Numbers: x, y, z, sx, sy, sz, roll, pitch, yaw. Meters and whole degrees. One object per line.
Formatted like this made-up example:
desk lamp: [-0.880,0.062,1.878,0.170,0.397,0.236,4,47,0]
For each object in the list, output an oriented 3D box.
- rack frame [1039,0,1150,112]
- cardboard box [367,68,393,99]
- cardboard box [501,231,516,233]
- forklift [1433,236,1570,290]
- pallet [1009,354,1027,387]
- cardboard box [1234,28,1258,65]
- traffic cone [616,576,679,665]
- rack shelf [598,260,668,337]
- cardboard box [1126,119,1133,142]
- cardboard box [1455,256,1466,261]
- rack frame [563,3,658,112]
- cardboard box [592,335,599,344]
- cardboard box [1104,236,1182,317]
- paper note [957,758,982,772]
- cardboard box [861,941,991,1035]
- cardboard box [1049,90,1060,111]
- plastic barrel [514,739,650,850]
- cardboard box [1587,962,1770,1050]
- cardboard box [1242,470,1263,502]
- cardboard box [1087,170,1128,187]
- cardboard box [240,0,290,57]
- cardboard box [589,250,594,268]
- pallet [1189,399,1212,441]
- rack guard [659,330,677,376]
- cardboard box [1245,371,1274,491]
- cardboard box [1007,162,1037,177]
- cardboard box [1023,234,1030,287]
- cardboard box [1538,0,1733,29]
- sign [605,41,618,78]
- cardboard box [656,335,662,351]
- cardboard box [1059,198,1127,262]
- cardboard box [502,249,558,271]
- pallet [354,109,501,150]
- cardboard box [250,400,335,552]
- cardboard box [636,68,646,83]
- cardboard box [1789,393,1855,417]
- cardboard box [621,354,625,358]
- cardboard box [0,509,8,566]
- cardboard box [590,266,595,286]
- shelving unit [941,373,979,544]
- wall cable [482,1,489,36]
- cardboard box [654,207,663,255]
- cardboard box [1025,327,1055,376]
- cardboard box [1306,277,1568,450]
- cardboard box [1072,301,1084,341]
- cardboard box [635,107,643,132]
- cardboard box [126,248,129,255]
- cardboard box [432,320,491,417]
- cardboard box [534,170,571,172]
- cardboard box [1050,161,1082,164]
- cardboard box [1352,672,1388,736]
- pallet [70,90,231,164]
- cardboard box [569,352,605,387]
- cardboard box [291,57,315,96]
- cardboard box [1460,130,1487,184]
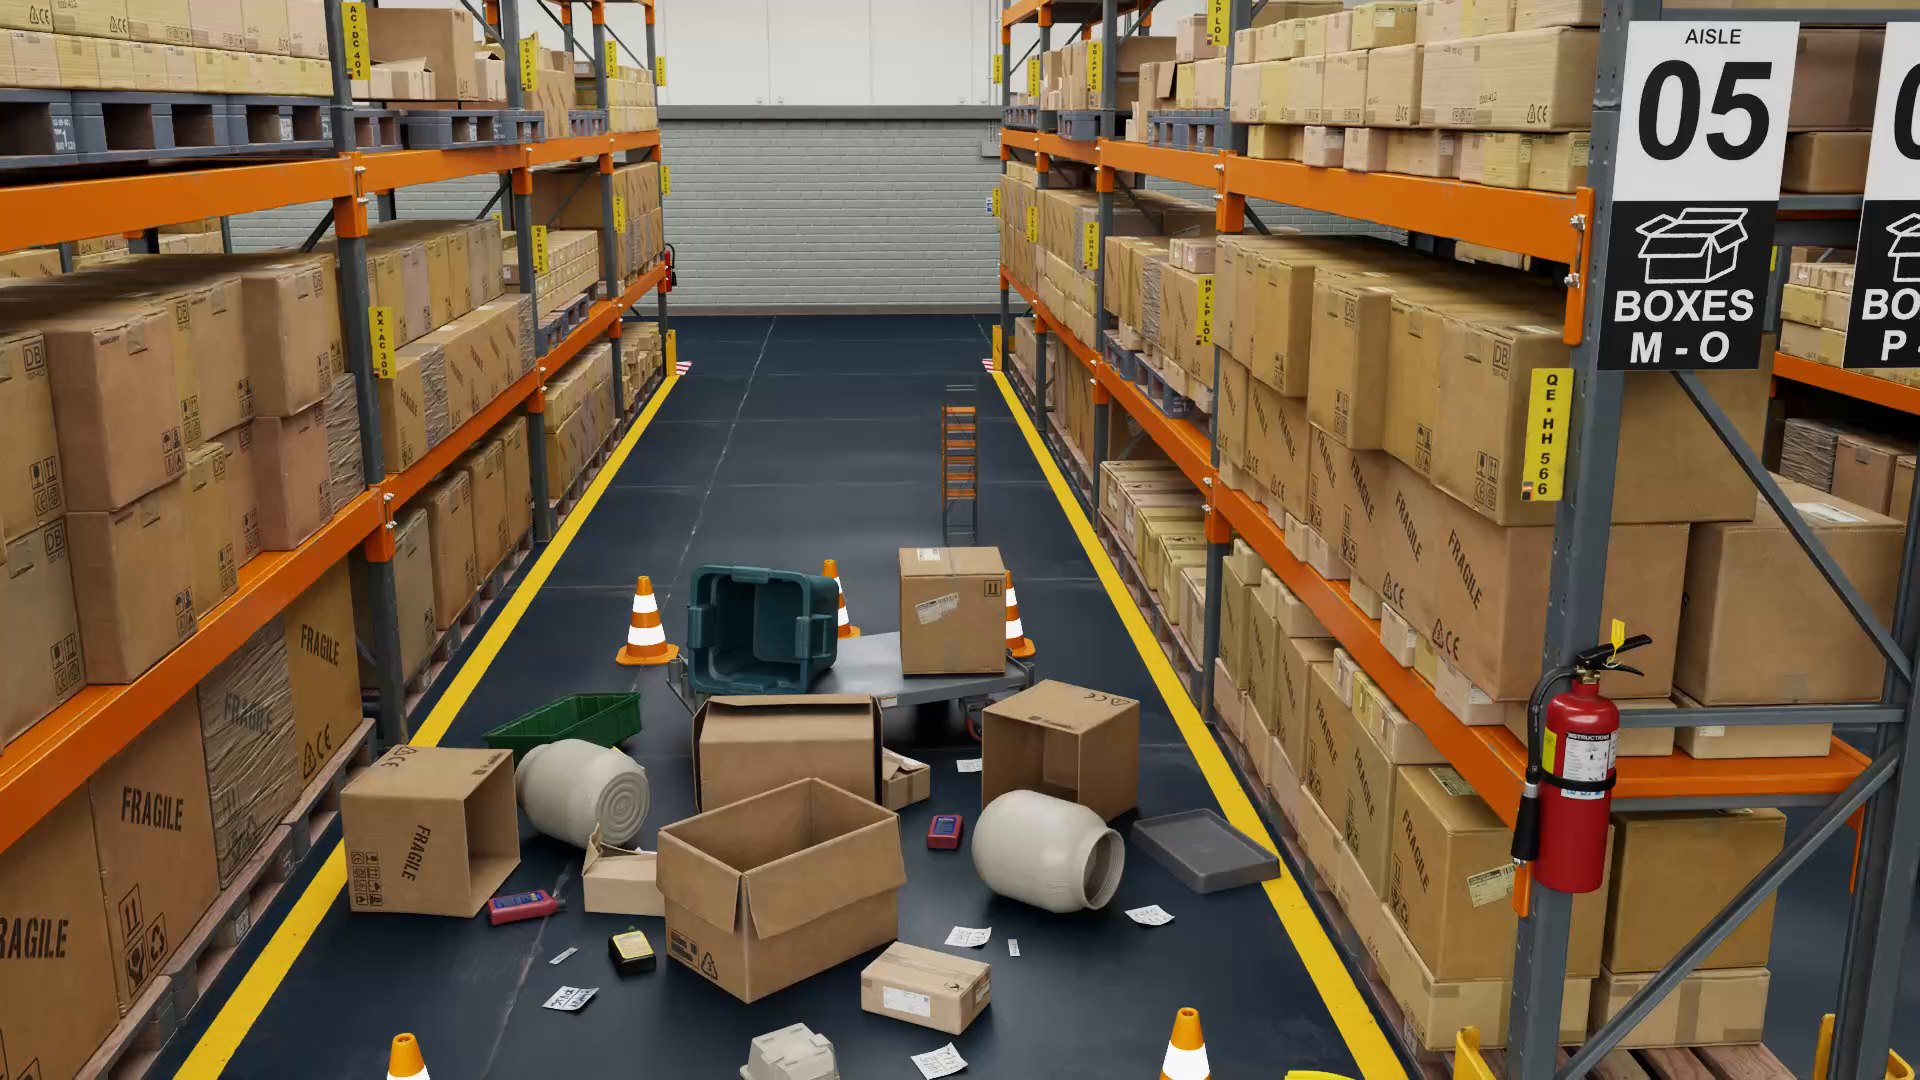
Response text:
rack frame: [1.237,-5.434,15.086,1.000,3.000,0.127,-1,14,-3]
cardboard box: [-3.018,-2.282,8.316,0.250,0.149,0.380,-1,14,-3]
cardboard box: [-4.132,-2.692,14.935,0.380,0.149,0.250,0,14,-1]
forklift: [3.202,-0.886,9.588,1.130,2.935,3.031,-1,14,-3]
pallet: [1.117,-1.975,19.279,1.003,0.211,1.213,-1,14,-3]
cardboard box: [1.426,-2.173,7.335,0.380,0.149,0.250,-1,14,-4]
traffic cone: [-1.778,0.434,9.409,0.336,0.463,0.334,-1,14,-3]
rack shelf: [-3.821,-2.576,17.462,1.077,0.370,4.000,-1,14,-3]
cardboard box: [1.335,-2.784,11.310,0.380,0.149,0.250,-1,14,-3]
cardboard box: [5.720,-3.072,18.450,0.380,0.149,0.250,-1,14,-5]
rack frame: [-3.945,-6.327,18.558,1.000,3.000,0.127,-1,14,-3]
cardboard box: [-4.121,-2.136,17.993,0.380,0.149,0.250,0,14,-1]
cardboard box: [1.282,-1.814,11.416,0.500,0.500,0.500,-1,14,-5]
paper note: [0.063,1.057,7.856,0.148,0.019,0.142,-1,14,-3]
cardboard box: [-0.117,1.542,5.735,0.380,0.149,0.250,7,16,26]
cardboard box: [0.966,-3.751,14.192,0.380,0.166,0.250,-2,15,-7]
plastic barrel: [-1.600,1.069,7.023,0.512,0.421,0.421,10,18,35]
cardboard box: [2.207,1.379,5.321,0.500,0.250,0.500,-1,14,-4]
cardboard box: [1.500,-0.272,7.567,0.380,0.149,0.250,0,14,-2]
cardboard box: [1.445,-3.521,16.183,0.380,0.149,0.250,-1,14,-3]
cardboard box: [-2.884,-1.969,6.300,0.500,0.250,0.500,-1,14,-4]
cardboard box: [-3.458,-2.491,14.753,0.380,0.149,0.250,-1,14,-3]
pallet: [1.831,-0.638,8.872,1.003,0.211,1.213,-1,14,-3]
rack guard: [-3.940,-2.192,19.543,1.175,0.500,0.348,-1,14,-3]
cardboard box: [1.536,-0.493,7.125,0.500,0.500,0.500,-1,14,-4]
cardboard box: [0.724,-4.147,18.615,0.380,0.149,0.250,0,14,-2]
cardboard box: [0.916,-2.816,16.751,0.500,0.500,0.500,-1,14,-5]
cardboard box: [1.665,-1.341,4.102,0.380,0.149,0.250,-1,14,-3]
sign: [-3.144,-4.330,14.988,0.100,0.325,0.005,-1,14,-3]
cardboard box: [-3.627,-2.262,19.078,0.380,0.149,0.250,-1,14,-5]
cardboard box: [1.103,-2.568,13.780,0.500,0.500,0.500,-1,14,-4]
cardboard box: [-3.349,-2.181,12.950,0.380,0.149,0.250,0,14,-1]
pallet: [-3.284,-2.356,9.522,1.003,0.211,1.213,0,14,-1]
cardboard box: [-3.110,-0.282,6.801,0.875,0.550,0.550,-1,14,-3]
cardboard box: [-3.573,-4.968,17.793,0.380,0.149,0.250,-1,14,-3]
cardboard box: [6.718,-1.053,12.970,0.380,0.149,0.250,0,14,-1]
cardboard box: [-3.535,-1.758,16.524,0.380,0.149,0.250,-1,14,-4]
cardboard box: [-2.938,-0.131,4.047,0.875,0.550,0.550,-1,14,-3]
cardboard box: [-3.458,-2.348,14.795,0.380,0.149,0.250,-1,14,-3]
shelving unit: [0.001,-0.577,11.863,0.258,1.200,0.189,-1,14,-3]
wall cable: [-5.812,-9.293,23.629,2.277,5.999,0.120,-1,14,-3]
cardboard box: [-3.660,-3.506,18.837,0.500,0.500,0.500,-1,14,-2]
cardboard box: [1.195,-2.096,18.451,0.875,0.438,0.875,0,14,-2]
cardboard box: [1.573,-0.596,5.517,0.700,0.500,0.500,-1,14,-4]
cardboard box: [1.147,-1.710,12.952,0.500,0.250,0.500,-1,14,-2]
cardboard box: [-3.544,-4.310,17.041,0.500,0.250,0.500,0,14,-1]
cardboard box: [-8.485,-2.820,16.672,0.500,0.250,0.500,-1,14,-2]
cardboard box: [-3.057,-0.997,9.680,0.500,0.500,0.500,-1,14,-3]
cardboard box: [-4.034,-3.345,16.202,0.500,0.500,0.500,-1,14,-5]
cardboard box: [1.211,-4.284,19.147,0.380,0.149,0.250,-1,14,-3]
cardboard box: [1.568,0.559,5.703,0.380,0.149,0.250,-1,14,-3]
pallet: [-3.089,-1.341,5.375,1.003,0.211,1.213,-1,14,-3]
cardboard box: [-3.380,-1.473,14.402,0.500,0.250,0.500,0,14,-1]
cardboard box: [-2.844,-1.872,6.722,0.380,0.149,0.250,-1,14,-3]
cardboard box: [1.649,-1.087,4.717,0.380,0.149,0.250,0,14,-2]
